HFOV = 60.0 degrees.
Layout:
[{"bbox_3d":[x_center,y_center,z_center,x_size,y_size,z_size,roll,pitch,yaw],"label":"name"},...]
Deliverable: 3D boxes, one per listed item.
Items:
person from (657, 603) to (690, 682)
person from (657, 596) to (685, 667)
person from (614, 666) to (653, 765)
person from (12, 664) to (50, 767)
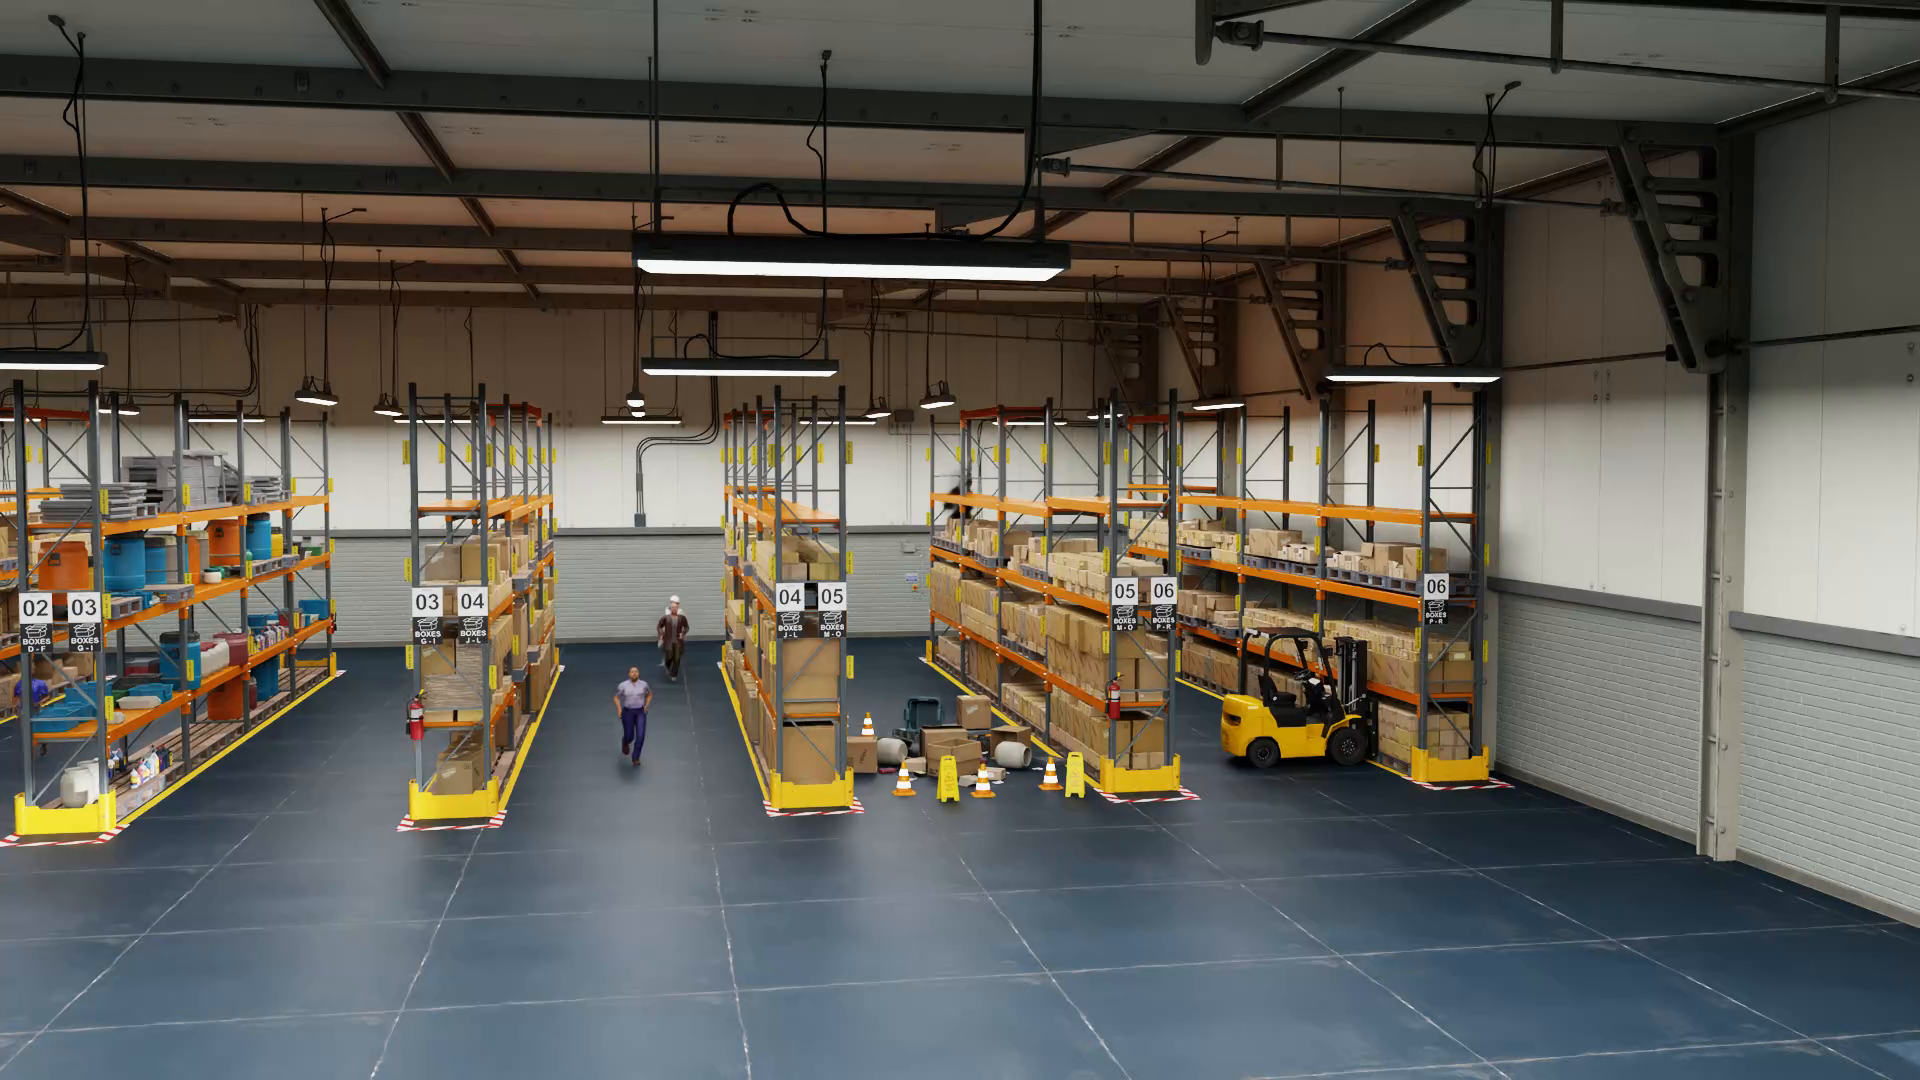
[{"bbox_3d":[-6.360,2.273,36.944,0.708,1.737,0.640,-1,3,-15],"label":"person"},{"bbox_3d":[-6.845,2.166,39.427,0.726,1.696,0.581,1,3,20],"label":"person"},{"bbox_3d":[-5.305,2.844,27.065,0.617,1.605,0.552,-1,3,-20],"label":"person"},{"bbox_3d":[-15.091,2.823,26.999,0.586,1.616,0.769,-1,3,-16],"label":"person"}]
